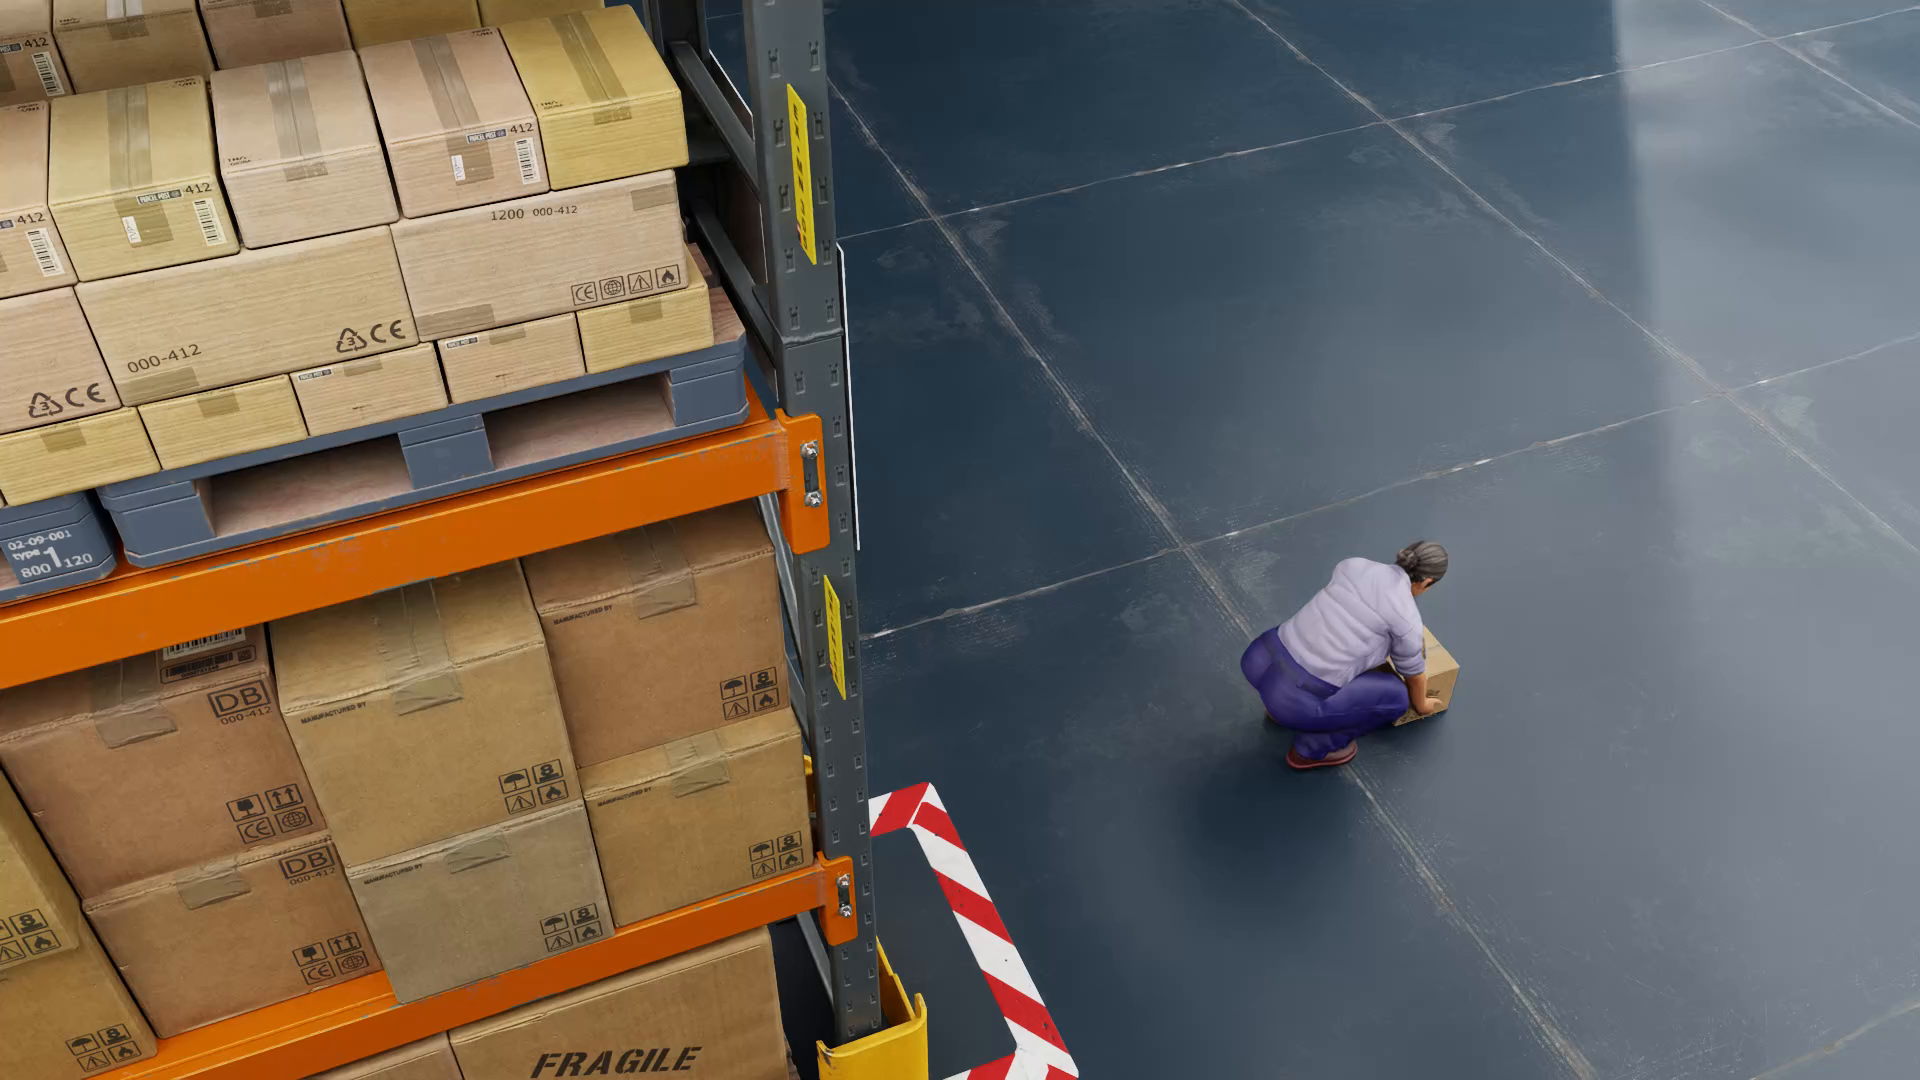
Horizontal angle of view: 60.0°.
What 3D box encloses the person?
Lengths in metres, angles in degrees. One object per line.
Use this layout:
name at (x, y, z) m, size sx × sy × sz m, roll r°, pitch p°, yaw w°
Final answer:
person at (1.475, 0.431, 6.334) m, size 0.823 × 0.803 × 0.515 m, roll -15°, pitch 44°, yaw -16°
